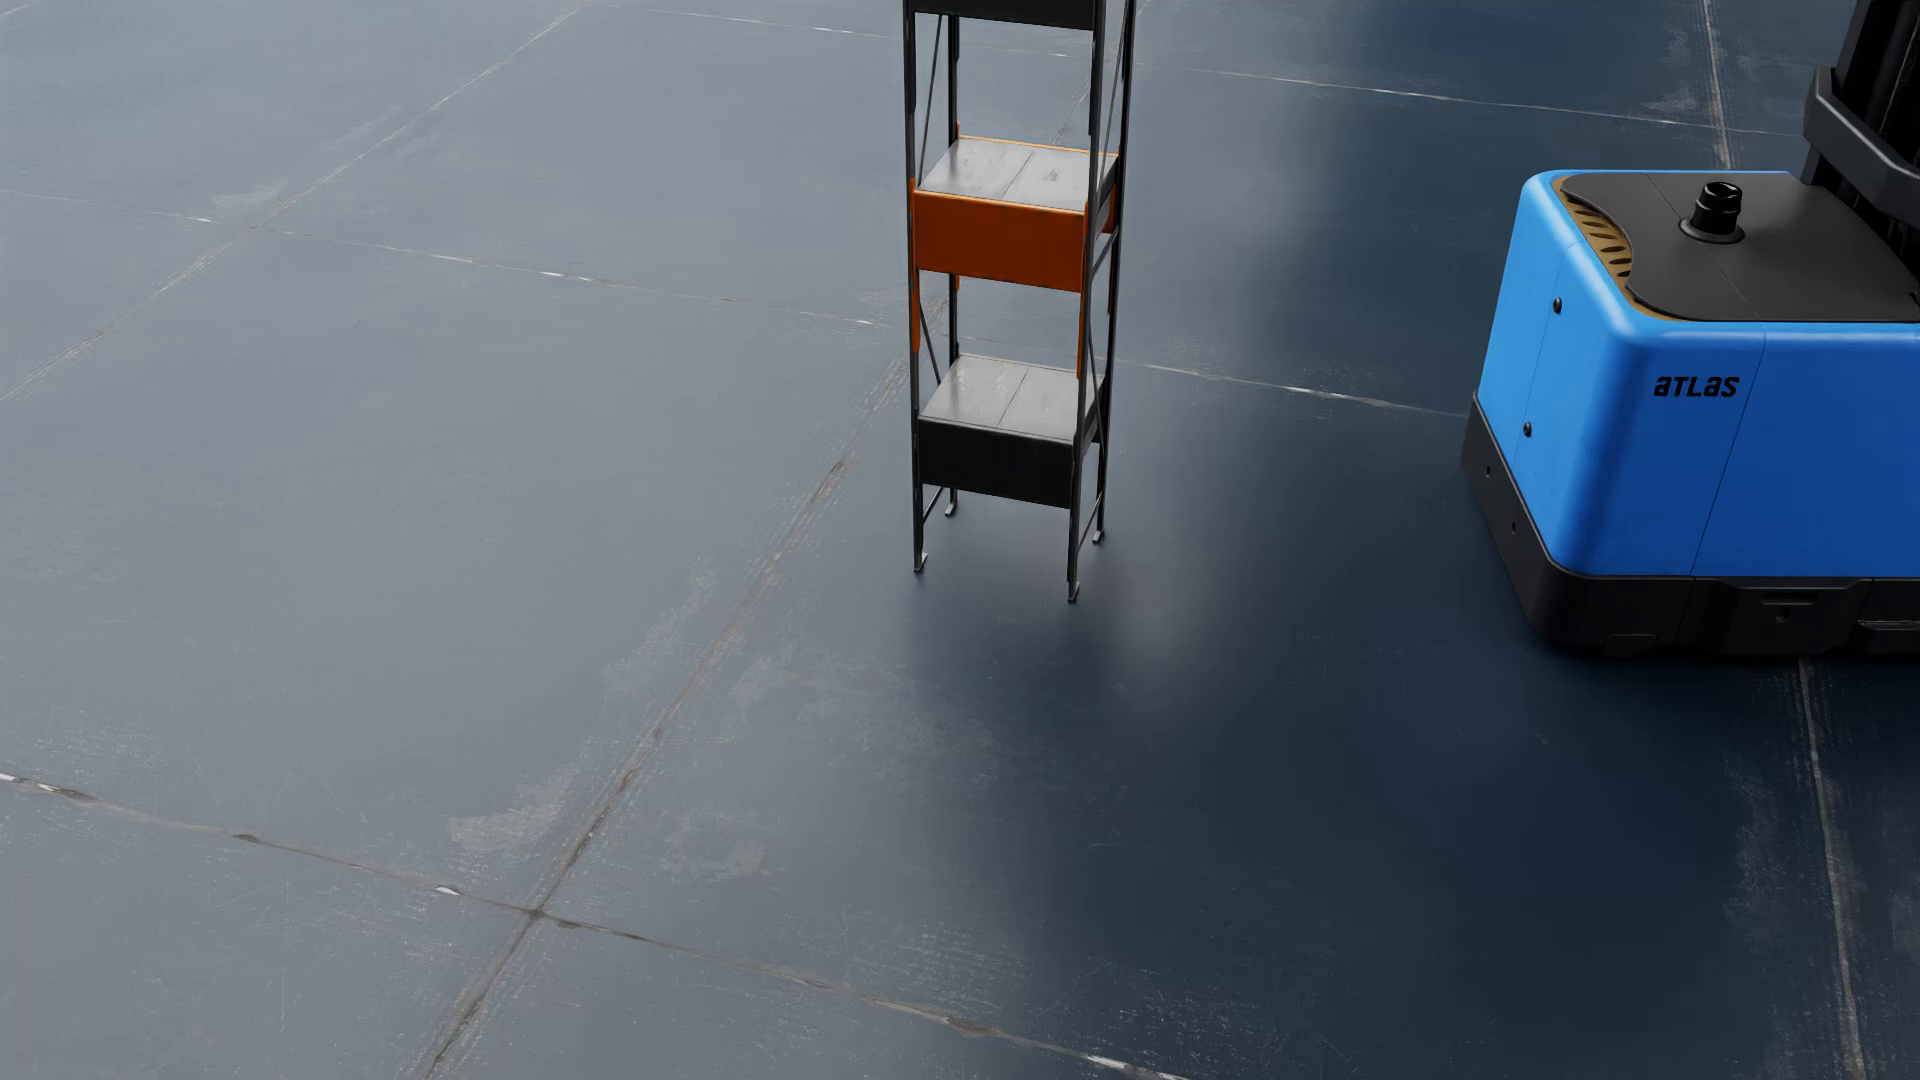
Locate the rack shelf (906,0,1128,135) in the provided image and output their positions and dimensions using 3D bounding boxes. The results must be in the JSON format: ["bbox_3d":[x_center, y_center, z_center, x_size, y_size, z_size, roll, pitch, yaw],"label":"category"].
[{"bbox_3d":[0.158,-1.369,4.181,0.480,0.518,0.431,10,38,14],"label":"rack shelf"}]

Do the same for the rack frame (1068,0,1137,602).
[{"bbox_3d":[0.391,-0.773,4.529,0.015,2.100,0.400,10,38,14],"label":"rack frame"}]

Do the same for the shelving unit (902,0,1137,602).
[{"bbox_3d":[0.158,-0.816,4.588,0.503,2.100,0.431,10,38,14],"label":"shelving unit"}]

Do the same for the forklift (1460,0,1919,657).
[{"bbox_3d":[3.163,-1.127,4.309,3.031,2.935,1.130,0,36,0],"label":"forklift"}]

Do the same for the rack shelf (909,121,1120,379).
[{"bbox_3d":[0.158,-0.805,4.596,0.480,0.518,0.431,10,38,14],"label":"rack shelf"}]

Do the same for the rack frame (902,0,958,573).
[{"bbox_3d":[-0.075,-0.860,4.646,0.015,2.100,0.400,10,38,14],"label":"rack frame"}]

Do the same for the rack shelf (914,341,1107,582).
[{"bbox_3d":[0.158,-0.242,5.011,0.480,0.518,0.431,10,38,14],"label":"rack shelf"}]
